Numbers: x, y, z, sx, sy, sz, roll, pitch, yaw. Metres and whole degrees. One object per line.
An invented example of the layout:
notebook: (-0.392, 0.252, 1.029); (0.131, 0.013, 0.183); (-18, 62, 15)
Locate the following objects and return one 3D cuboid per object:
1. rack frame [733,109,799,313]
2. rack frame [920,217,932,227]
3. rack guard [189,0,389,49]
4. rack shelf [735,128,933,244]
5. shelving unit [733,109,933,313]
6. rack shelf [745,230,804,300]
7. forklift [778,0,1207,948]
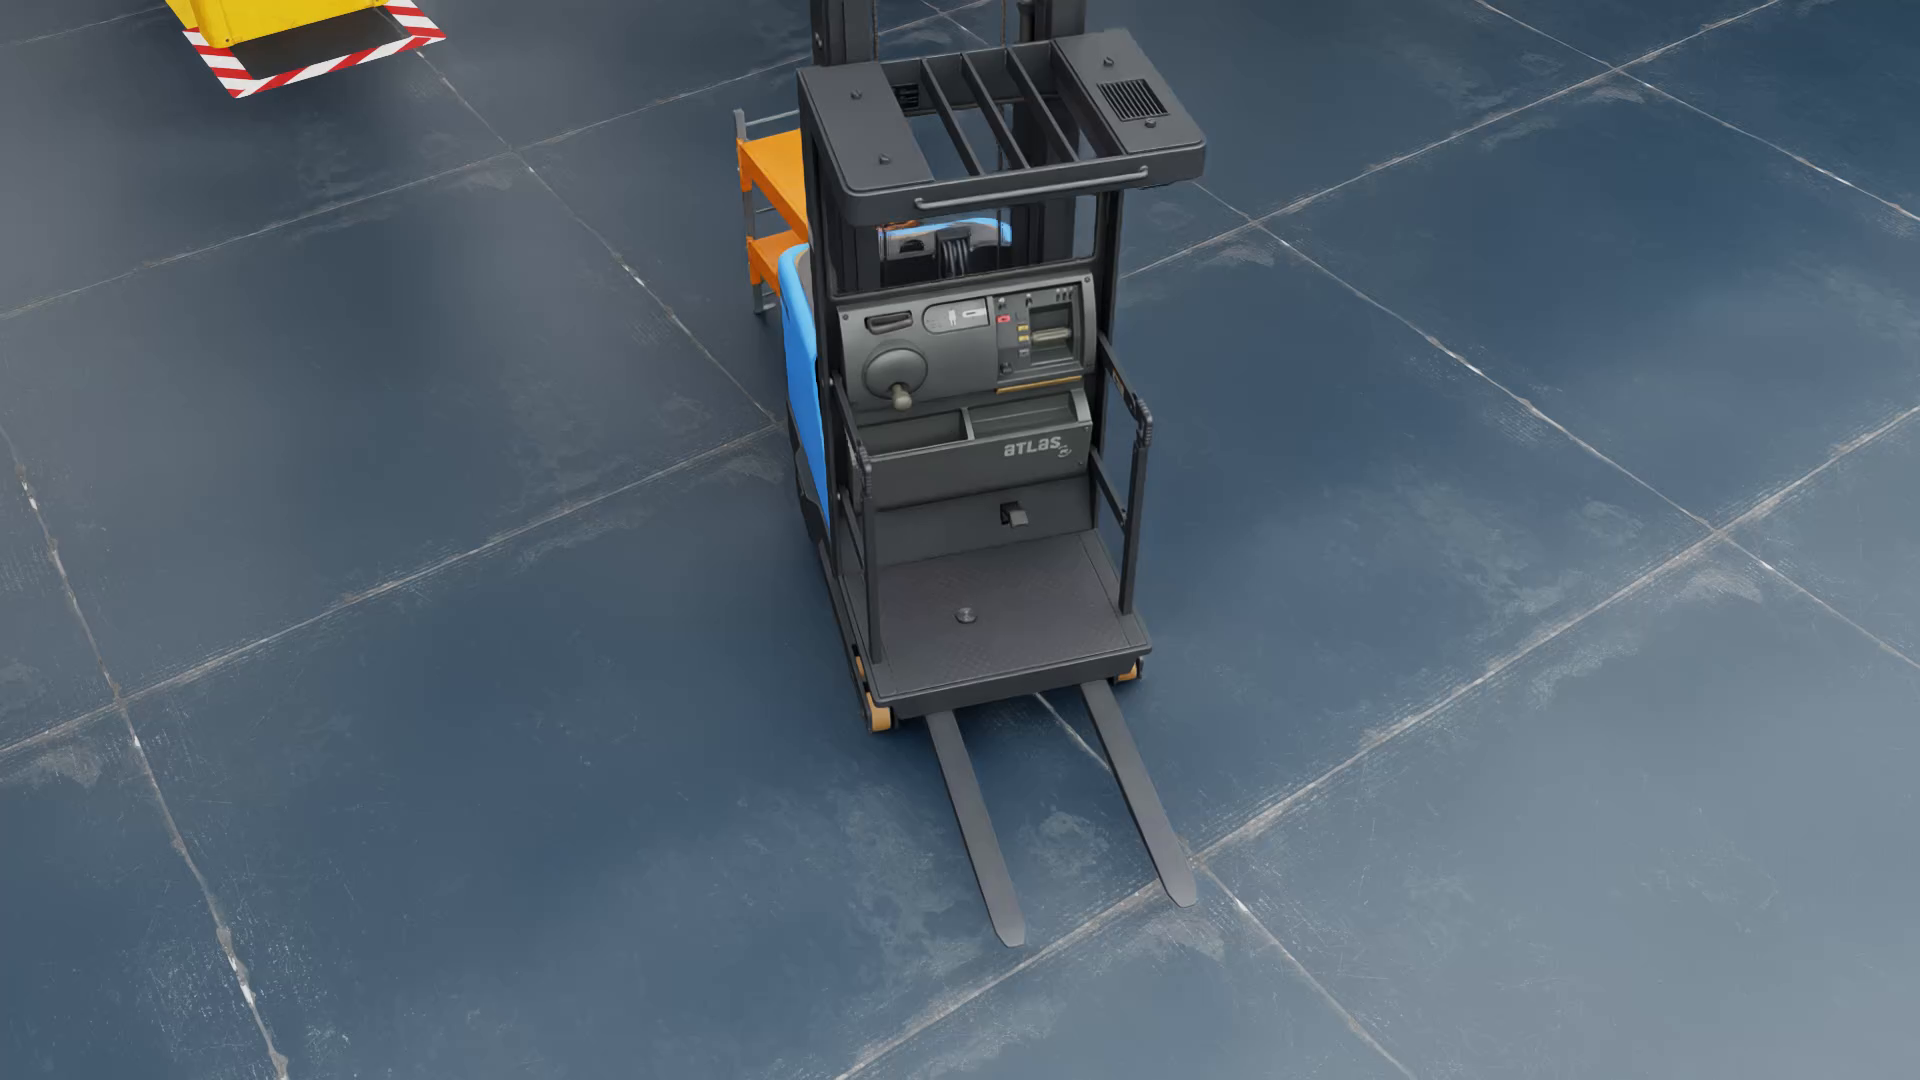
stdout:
rack frame: (-0.823, -1.650, 8.155); (0.500, 1.125, 0.032); (-20, 47, -20)
rack frame: (-0.353, -1.028, 7.503); (0.500, 1.125, 0.032); (-20, 47, -20)
rack guard: (-4.316, -3.590, 10.640); (1.175, 0.500, 0.348); (-26, 49, -24)
rack shelf: (-0.588, -1.551, 7.627); (0.538, 0.278, 1.000); (-20, 47, -20)
shelving unit: (-0.588, -1.339, 7.829); (0.538, 1.125, 1.048); (-20, 47, -20)
rack shelf: (-0.588, -1.162, 7.998); (0.538, 0.278, 1.000); (-20, 47, -20)
forklift: (0.091, -0.618, 5.766); (1.130, 2.935, 3.031); (-10, 45, -11)
